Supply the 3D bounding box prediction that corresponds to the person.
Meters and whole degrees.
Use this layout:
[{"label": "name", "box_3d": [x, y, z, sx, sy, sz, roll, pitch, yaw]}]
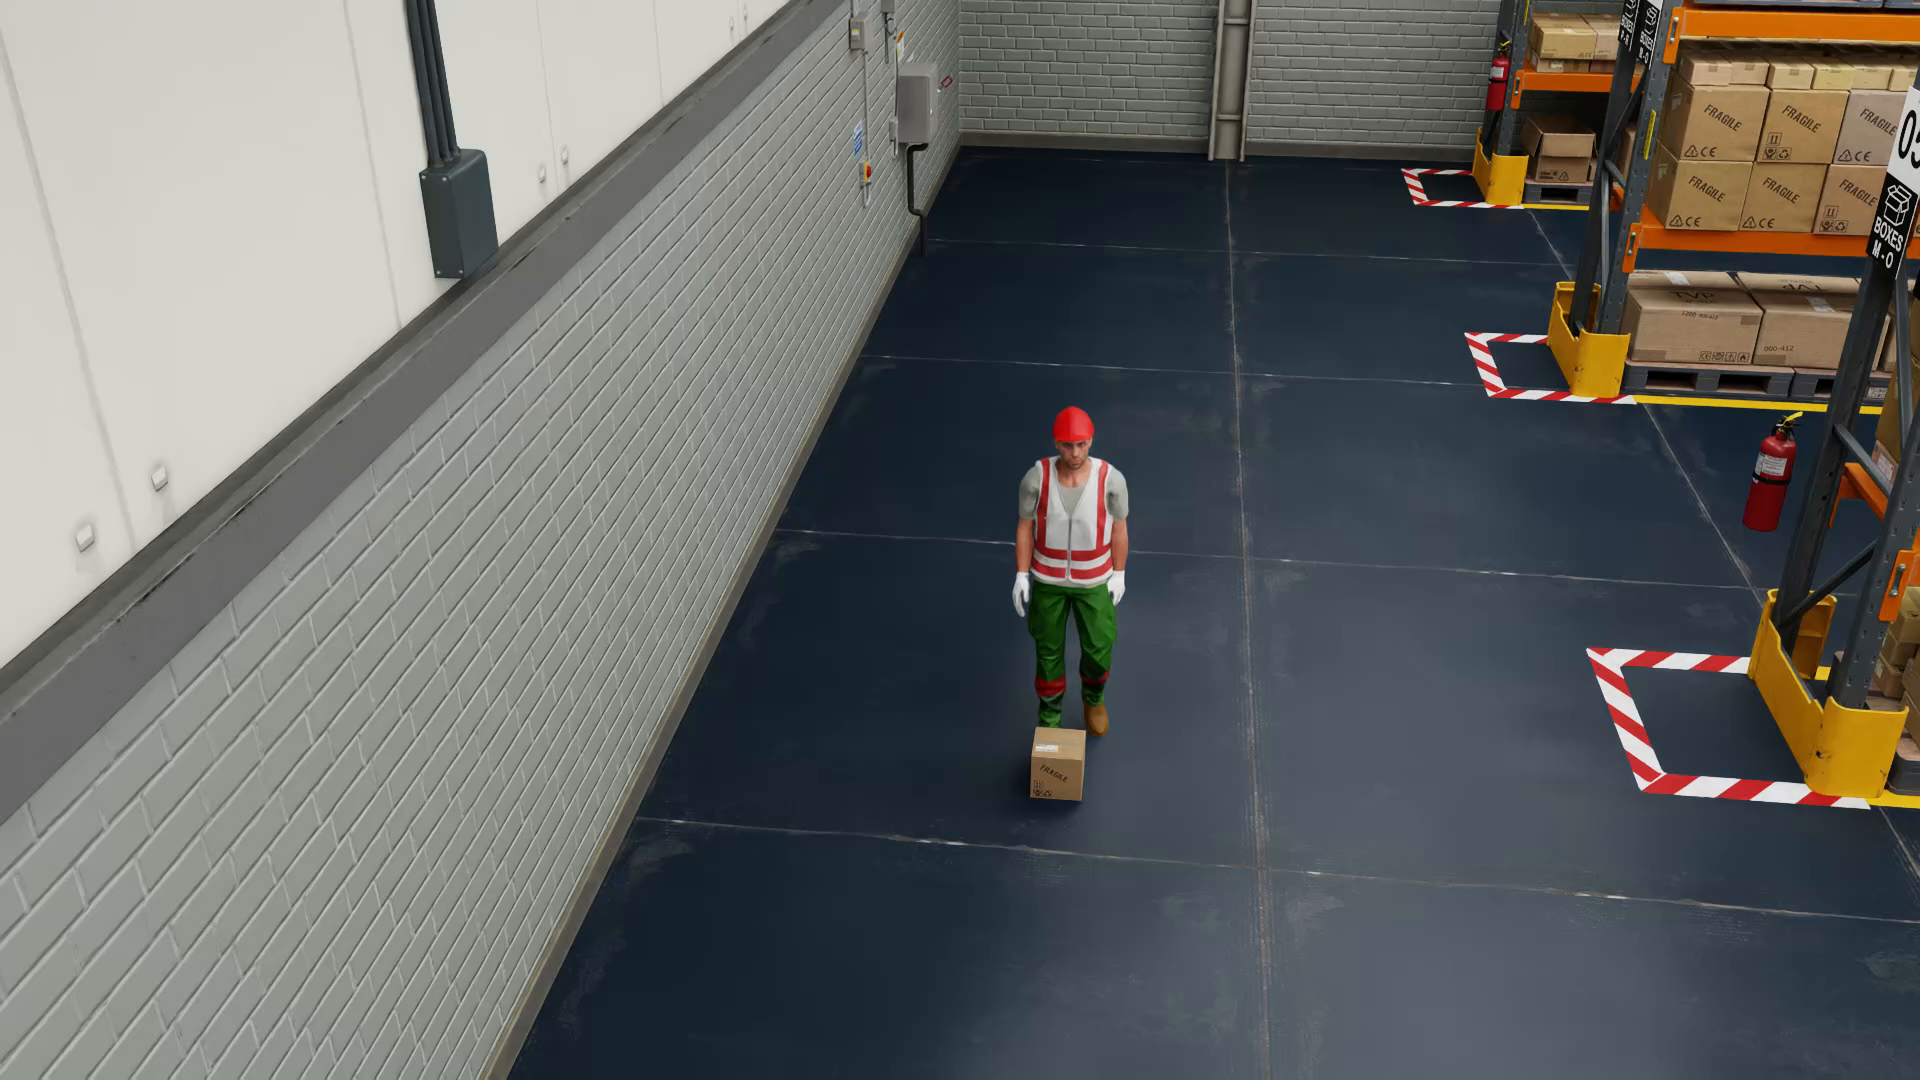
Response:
[{"label": "person", "box_3d": [0.537, 0.222, 8.165, 0.550, 1.800, 0.532, 4, 28, 7]}]
